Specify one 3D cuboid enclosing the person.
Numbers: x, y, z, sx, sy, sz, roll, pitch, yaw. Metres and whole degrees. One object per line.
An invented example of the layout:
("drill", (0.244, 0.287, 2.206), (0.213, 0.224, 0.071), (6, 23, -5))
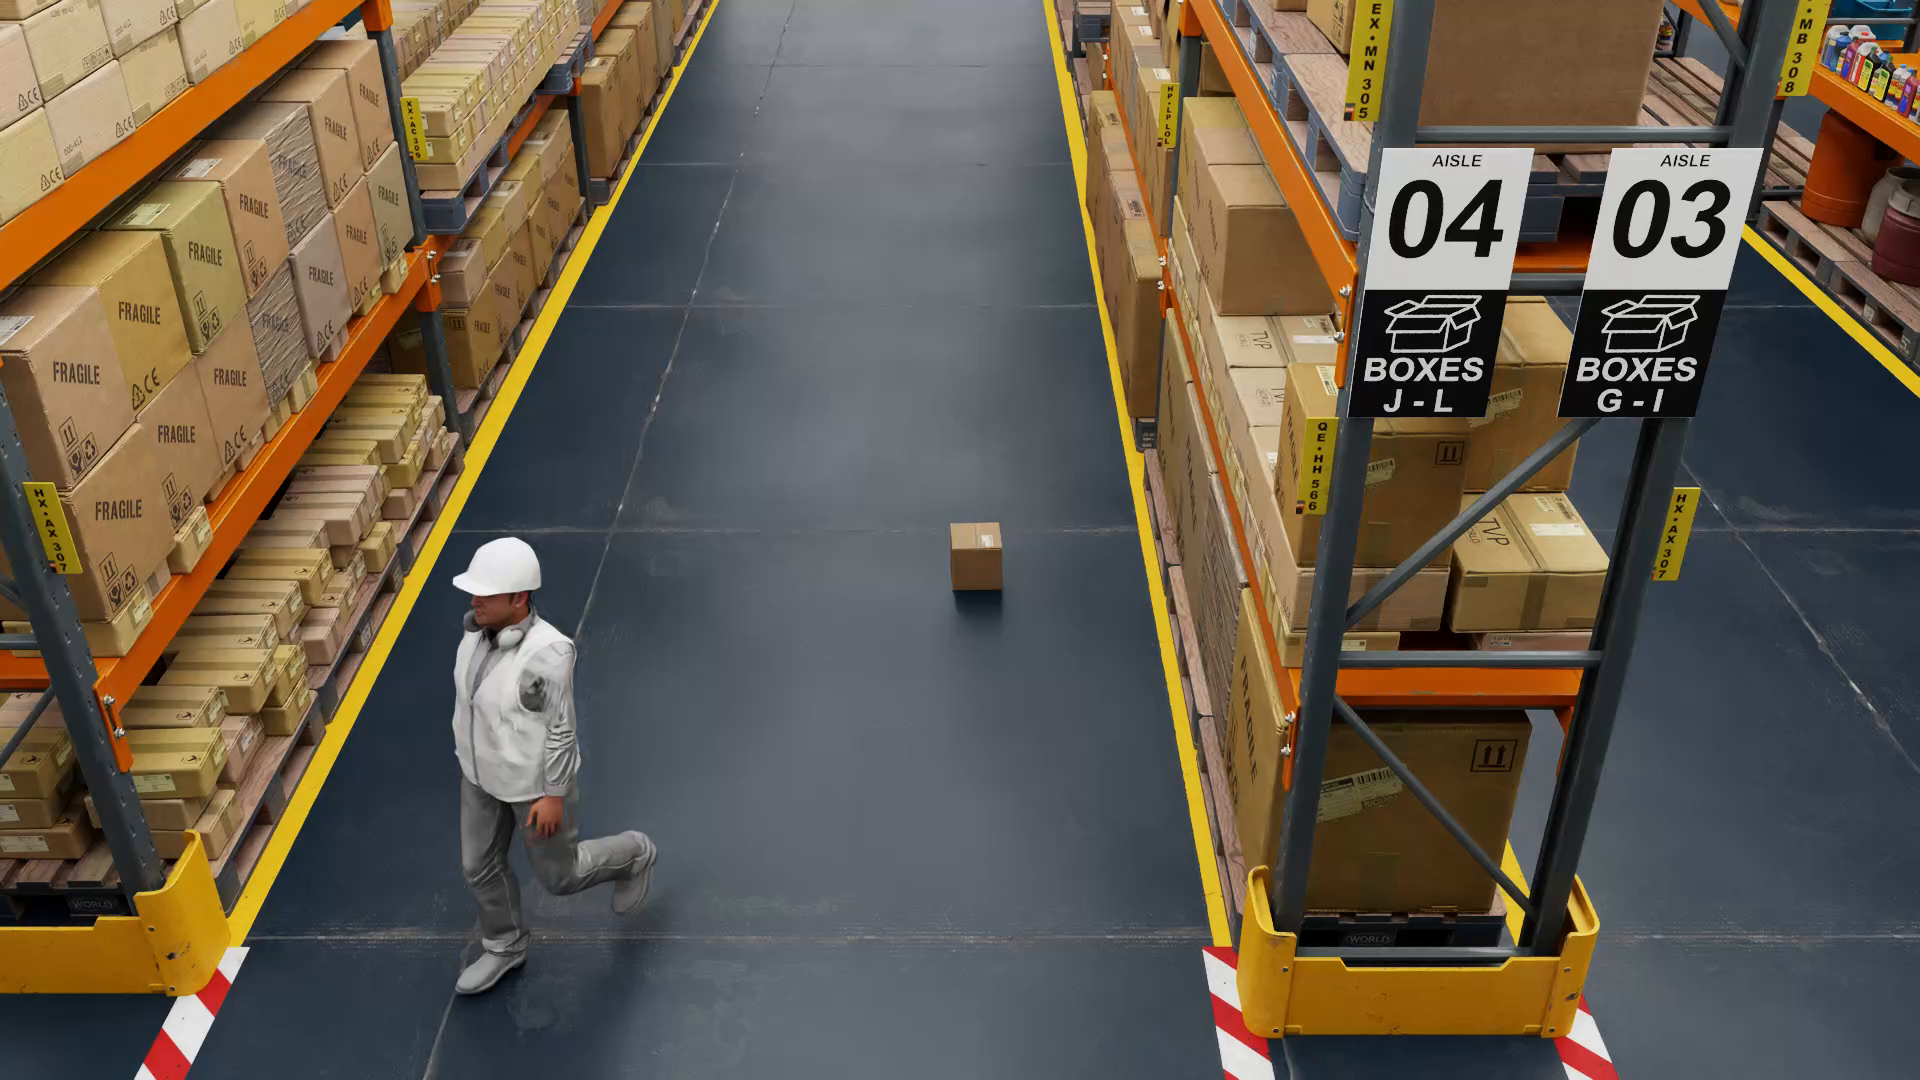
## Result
("person", (-1.503, 0.775, 5.824), (0.534, 1.746, 0.830), (21, 37, 30))
